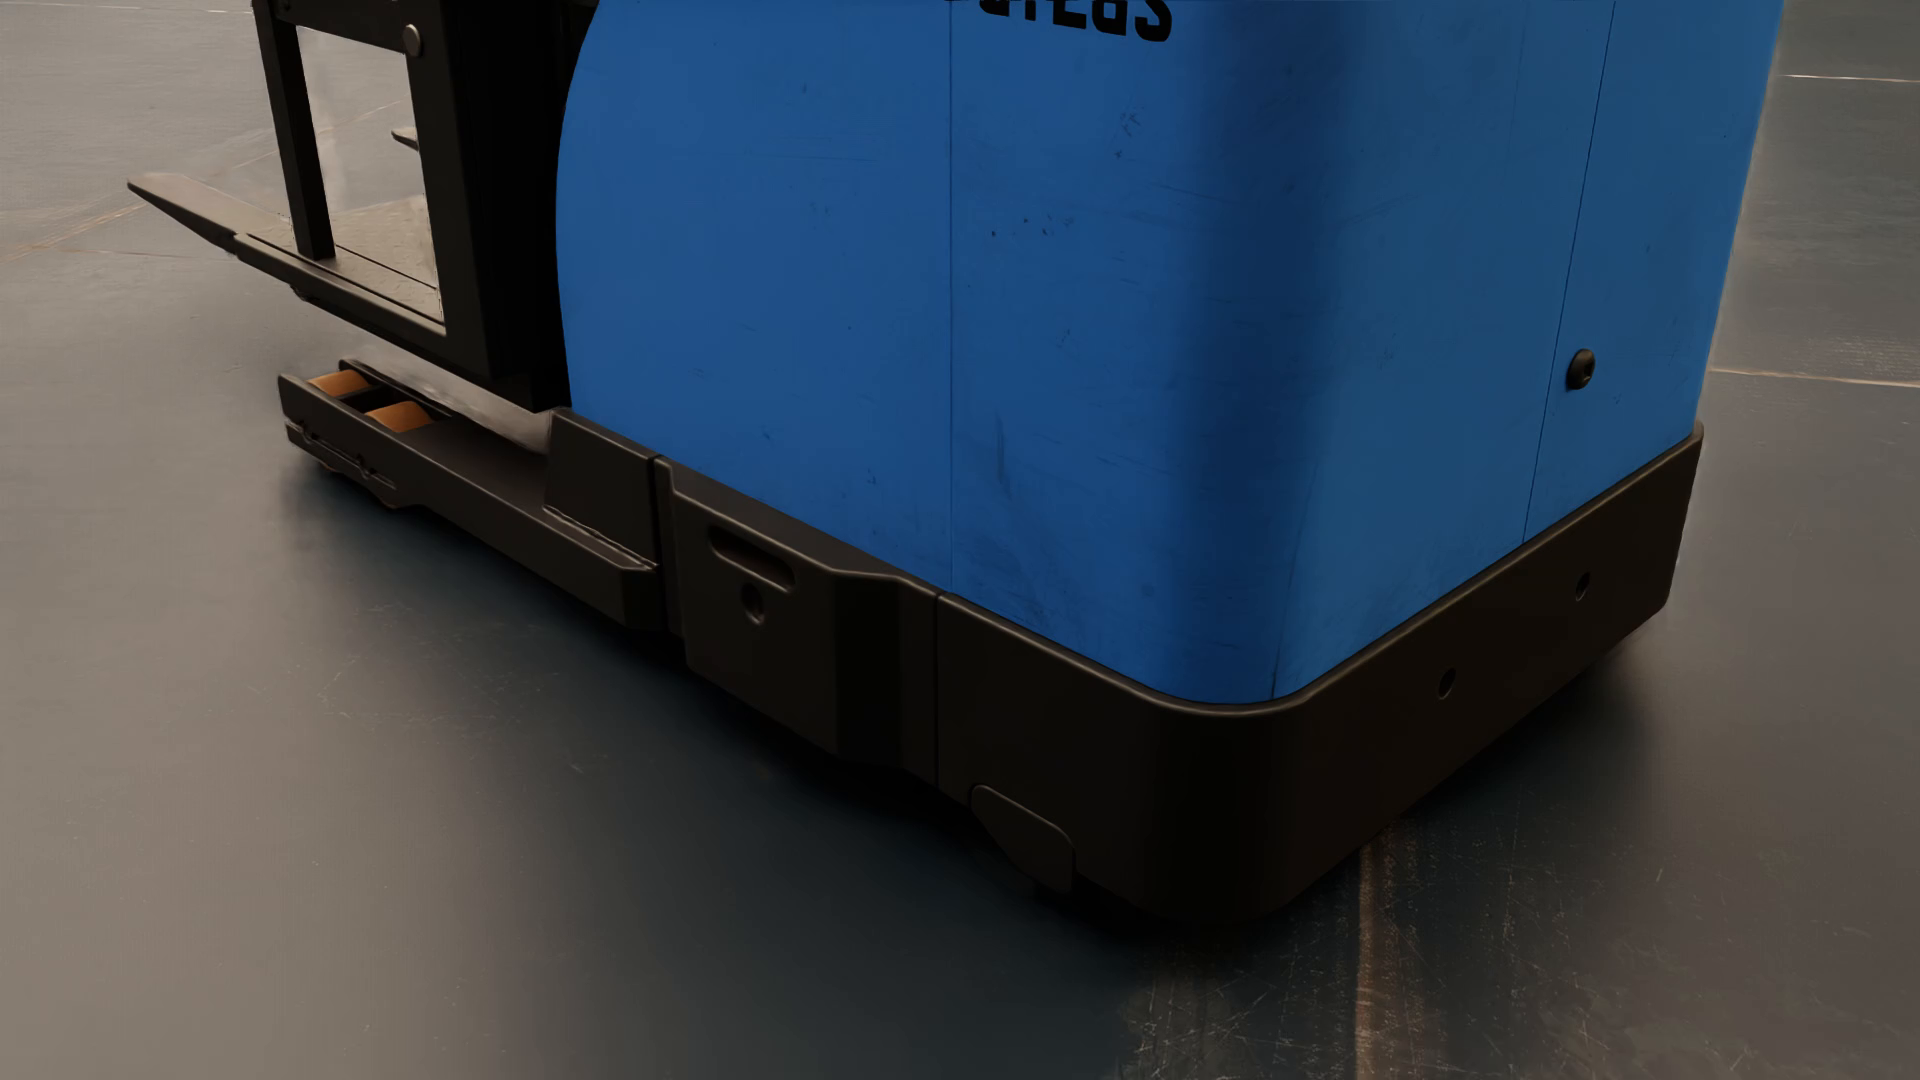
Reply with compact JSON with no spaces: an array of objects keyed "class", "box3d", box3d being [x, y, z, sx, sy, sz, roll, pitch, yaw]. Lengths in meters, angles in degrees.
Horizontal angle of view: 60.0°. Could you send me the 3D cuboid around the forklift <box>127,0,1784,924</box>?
[{"class":"forklift","box3d":[-0.458,-1.502,2.222,3.031,2.935,1.130,24,35,39]}]
